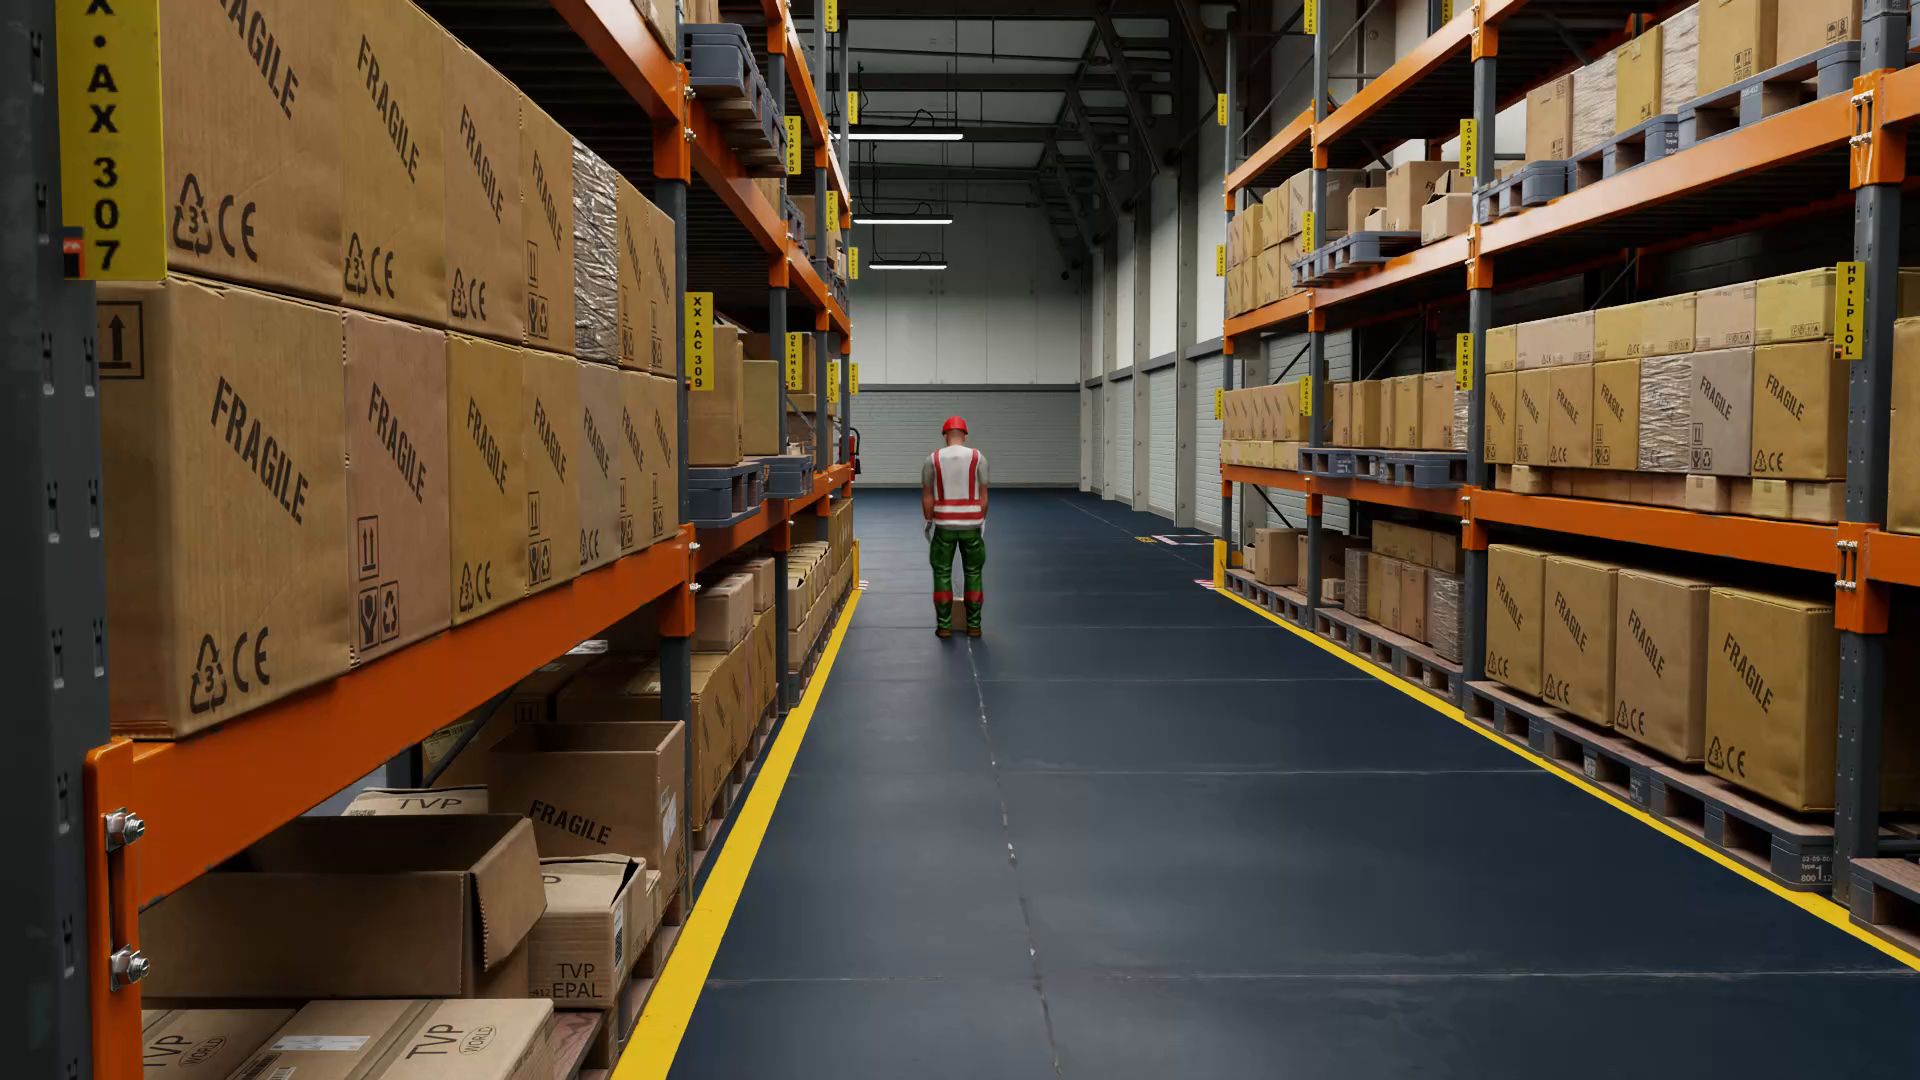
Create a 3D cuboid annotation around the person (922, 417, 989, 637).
[{"bbox_3d":[-0.039,-0.108,13.367,0.534,1.763,0.400,0,4,0],"label":"person"}]
